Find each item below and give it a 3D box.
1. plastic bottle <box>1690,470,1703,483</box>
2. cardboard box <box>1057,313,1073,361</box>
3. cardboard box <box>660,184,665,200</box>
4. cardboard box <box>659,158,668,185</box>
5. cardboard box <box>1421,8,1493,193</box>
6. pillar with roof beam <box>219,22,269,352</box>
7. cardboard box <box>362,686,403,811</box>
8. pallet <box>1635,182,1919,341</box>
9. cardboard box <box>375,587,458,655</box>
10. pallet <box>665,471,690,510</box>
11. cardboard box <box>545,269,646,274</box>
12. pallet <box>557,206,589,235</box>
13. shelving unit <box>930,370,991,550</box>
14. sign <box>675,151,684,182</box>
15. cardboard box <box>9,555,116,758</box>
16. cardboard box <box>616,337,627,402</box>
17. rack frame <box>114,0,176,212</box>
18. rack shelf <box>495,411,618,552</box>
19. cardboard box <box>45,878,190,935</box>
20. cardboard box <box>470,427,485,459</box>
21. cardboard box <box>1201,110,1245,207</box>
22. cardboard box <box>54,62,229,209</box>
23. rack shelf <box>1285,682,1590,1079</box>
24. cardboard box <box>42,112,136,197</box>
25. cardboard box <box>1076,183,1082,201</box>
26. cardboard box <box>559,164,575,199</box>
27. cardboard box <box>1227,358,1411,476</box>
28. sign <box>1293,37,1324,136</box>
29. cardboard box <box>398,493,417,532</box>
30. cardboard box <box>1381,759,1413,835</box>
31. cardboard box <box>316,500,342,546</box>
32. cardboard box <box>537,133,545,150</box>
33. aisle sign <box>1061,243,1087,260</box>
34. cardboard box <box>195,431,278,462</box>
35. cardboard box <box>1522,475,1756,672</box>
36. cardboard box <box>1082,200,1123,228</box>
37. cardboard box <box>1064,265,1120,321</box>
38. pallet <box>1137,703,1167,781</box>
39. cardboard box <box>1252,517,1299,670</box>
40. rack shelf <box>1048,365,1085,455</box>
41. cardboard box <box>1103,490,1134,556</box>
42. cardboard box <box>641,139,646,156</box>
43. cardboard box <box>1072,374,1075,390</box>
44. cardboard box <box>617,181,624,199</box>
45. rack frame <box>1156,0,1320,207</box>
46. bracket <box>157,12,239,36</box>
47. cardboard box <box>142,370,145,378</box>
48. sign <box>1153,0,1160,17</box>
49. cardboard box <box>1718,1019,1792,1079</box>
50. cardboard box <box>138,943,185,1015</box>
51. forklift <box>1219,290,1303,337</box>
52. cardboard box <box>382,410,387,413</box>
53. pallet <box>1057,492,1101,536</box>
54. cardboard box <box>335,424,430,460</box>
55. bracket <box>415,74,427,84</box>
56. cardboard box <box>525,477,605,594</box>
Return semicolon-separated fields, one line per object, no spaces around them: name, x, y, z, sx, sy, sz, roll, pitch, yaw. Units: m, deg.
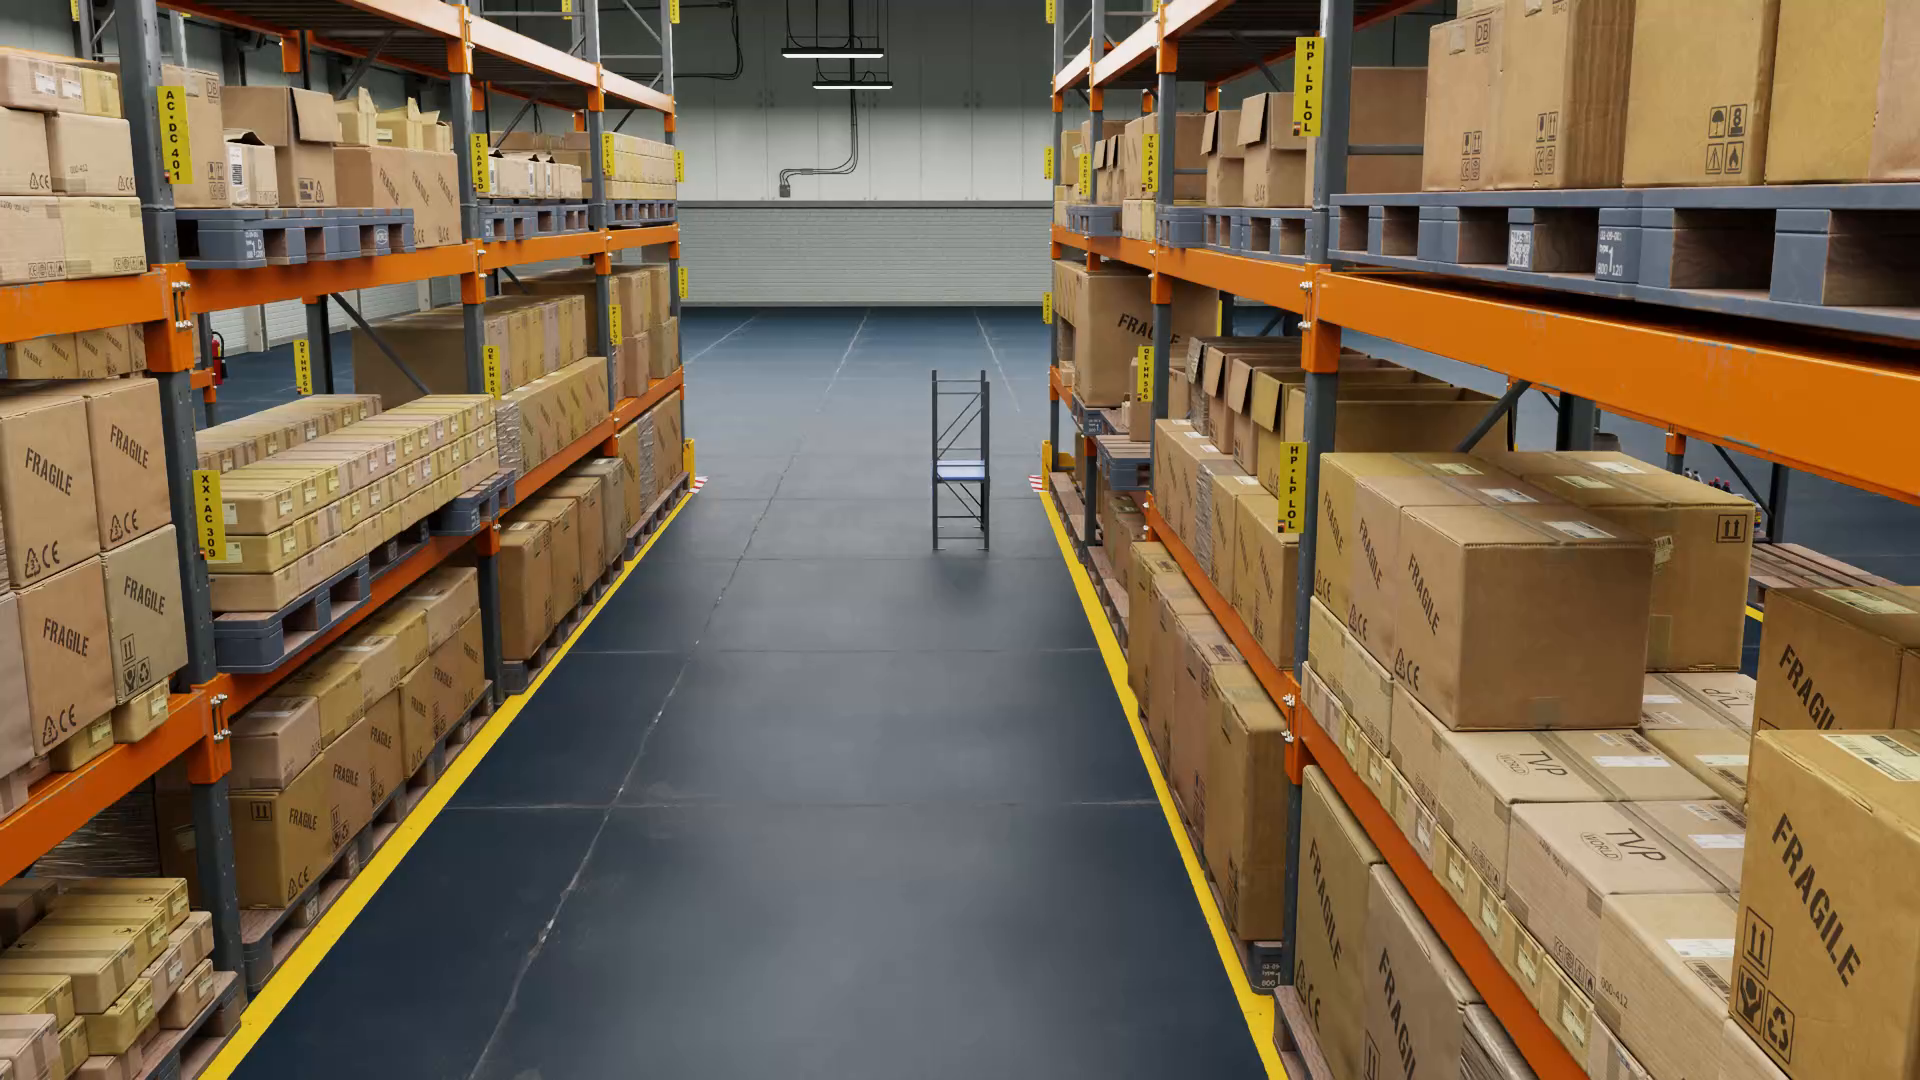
plastic bottle;6.897;-0.473;15.591;0.144;0.351;0.185;0;11;-2
cardboard box;1.461;-2.131;17.210;0.875;0.500;0.500;0;11;-1
cardboard box;-3.123;-3.431;16.398;0.380;0.149;0.250;0;11;-1
cardboard box;-3.185;-3.647;16.459;0.500;0.250;0.500;0;11;-1
cardboard box;1.801;-1.279;4.906;0.700;0.500;0.500;-1;12;-4
pillar with roof beam;-10.348;-8.378;33.912;9.100;9.000;0.548;0;11;-1
cardboard box;-3.023;1.002;7.998;0.500;0.500;0.500;0;11;0
pallet;1.782;-0.439;2.549;1.003;0.211;1.213;0;11;-1
cardboard box;-3.021;0.432;8.922;0.500;0.250;0.500;0;11;0
pallet;-3.389;-0.520;17.283;1.003;0.211;1.213;0;11;-1
cardboard box;-3.535;-2.353;16.213;0.875;0.550;0.550;0;11;-1
pallet;-3.333;-2.445;12.692;0.805;0.209;1.217;-1;11;-3
shelving unit;-0.002;-0.752;15.184;0.538;1.500;1.048;0;11;-1
sign;-2.941;-3.910;17.407;0.100;0.325;0.005;0;11;-1
cardboard box;-2.934;0.343;5.013;0.500;0.500;0.500;-1;11;-3
cardboard box;-3.455;-1.506;14.753;0.875;0.550;0.550;0;11;-1
rack frame;-3.236;-2.600;5.433;1.000;3.000;0.127;0;11;-1
rack shelf;-3.360;-0.500;11.980;1.077;0.370;4.000;0;11;-1
cardboard box;-2.968;1.309;5.869;0.380;0.149;0.250;0;11;0
cardboard box;-2.846;-0.534;9.167;0.380;0.149;0.250;0;11;1
cardboard box;1.727;-2.061;9.004;0.797;0.503;0.637;0;11;2
cardboard box;-3.134;-1.461;6.054;0.700;0.500;0.500;0;11;-1
rack shelf;1.767;1.090;4.143;1.077;0.370;4.000;0;11;-1
cardboard box;-2.972;-1.211;5.250;0.500;0.250;0.500;-1;11;-4
cardboard box;1.227;-3.064;14.637;0.380;0.149;0.250;-1;11;-3
cardboard box;-3.156;-2.657;12.328;0.500;0.250;0.500;0;11;-2
cardboard box;1.673;-0.588;7.829;0.797;0.503;0.637;0;11;1
sign;1.183;-1.534;5.630;0.100;0.325;0.005;0;11;-1
cardboard box;-2.818;-0.133;7.935;0.380;0.149;0.250;-1;11;-4
cardboard box;1.423;0.731;4.736;0.380;0.149;0.250;0;11;-2
cardboard box;-2.797;-0.072;6.886;0.380;0.149;0.250;0;11;0
cardboard box;-3.732;-3.364;14.064;0.380;0.149;0.250;0;11;-1
aisle sign;1.176;-3.331;17.585;0.394;0.787;0.004;0;11;-1
cardboard box;-3.472;-0.426;7.884;0.380;0.149;0.250;0;11;-2
cardboard box;2.008;0.090;5.006;0.500;0.500;0.500;0;11;-1
cardboard box;1.290;-2.737;14.028;0.500;0.250;0.500;0;11;1
cardboard box;1.248;-2.322;15.636;0.500;0.500;0.500;0;11;-1
pallet;1.584;1.068;9.454;1.003;0.211;1.213;0;11;-1
cardboard box;1.443;0.199;6.474;0.500;0.500;0.500;0;11;-1
rack shelf;1.519;-1.296;15.901;1.077;0.370;4.000;0;11;-1
cardboard box;1.551;-0.119;13.473;0.700;0.500;0.500;-1;12;-6
cardboard box;-3.100;-3.619;15.319;0.380;0.149;0.250;0;11;-1
cardboard box;1.245;-1.467;15.570;0.380;0.149;0.250;0;11;-1
cardboard box;-3.076;-2.977;14.161;0.380;0.149;0.250;0;11;-1
rack frame;1.643;-3.396;9.354;1.000;3.000;0.127;0;11;-1
bracket;-14.235;-9.531;30.543;0.076;0.066;4.783;0;11;-1
cardboard box;-8.209;-1.605;16.248;0.380;0.149;0.250;0;11;0
sign;2.033;-5.519;17.075;0.100;0.325;0.005;0;11;-1
cardboard box;1.533;0.967;2.567;0.500;0.250;0.500;0;11;-2
cardboard box;-2.893;1.501;5.675;0.380;0.149;0.250;-1;11;-4
forklift;3.059;-1.775;16.626;1.130;2.935;3.031;0;11;1
cardboard box;-3.596;-0.593;10.375;0.500;0.500;0.500;0;11;-1
pallet;1.483;-0.260;16.003;1.003;0.211;1.213;0;11;-1
cardboard box;-2.825;-0.477;8.135;0.380;0.149;0.250;0;11;2
bracket;-14.536;-12.428;44.825;0.235;0.232;0.430;0;11;-1
cardboard box;-3.282;-0.039;12.499;1.050;0.750;0.750;0;11;-1
